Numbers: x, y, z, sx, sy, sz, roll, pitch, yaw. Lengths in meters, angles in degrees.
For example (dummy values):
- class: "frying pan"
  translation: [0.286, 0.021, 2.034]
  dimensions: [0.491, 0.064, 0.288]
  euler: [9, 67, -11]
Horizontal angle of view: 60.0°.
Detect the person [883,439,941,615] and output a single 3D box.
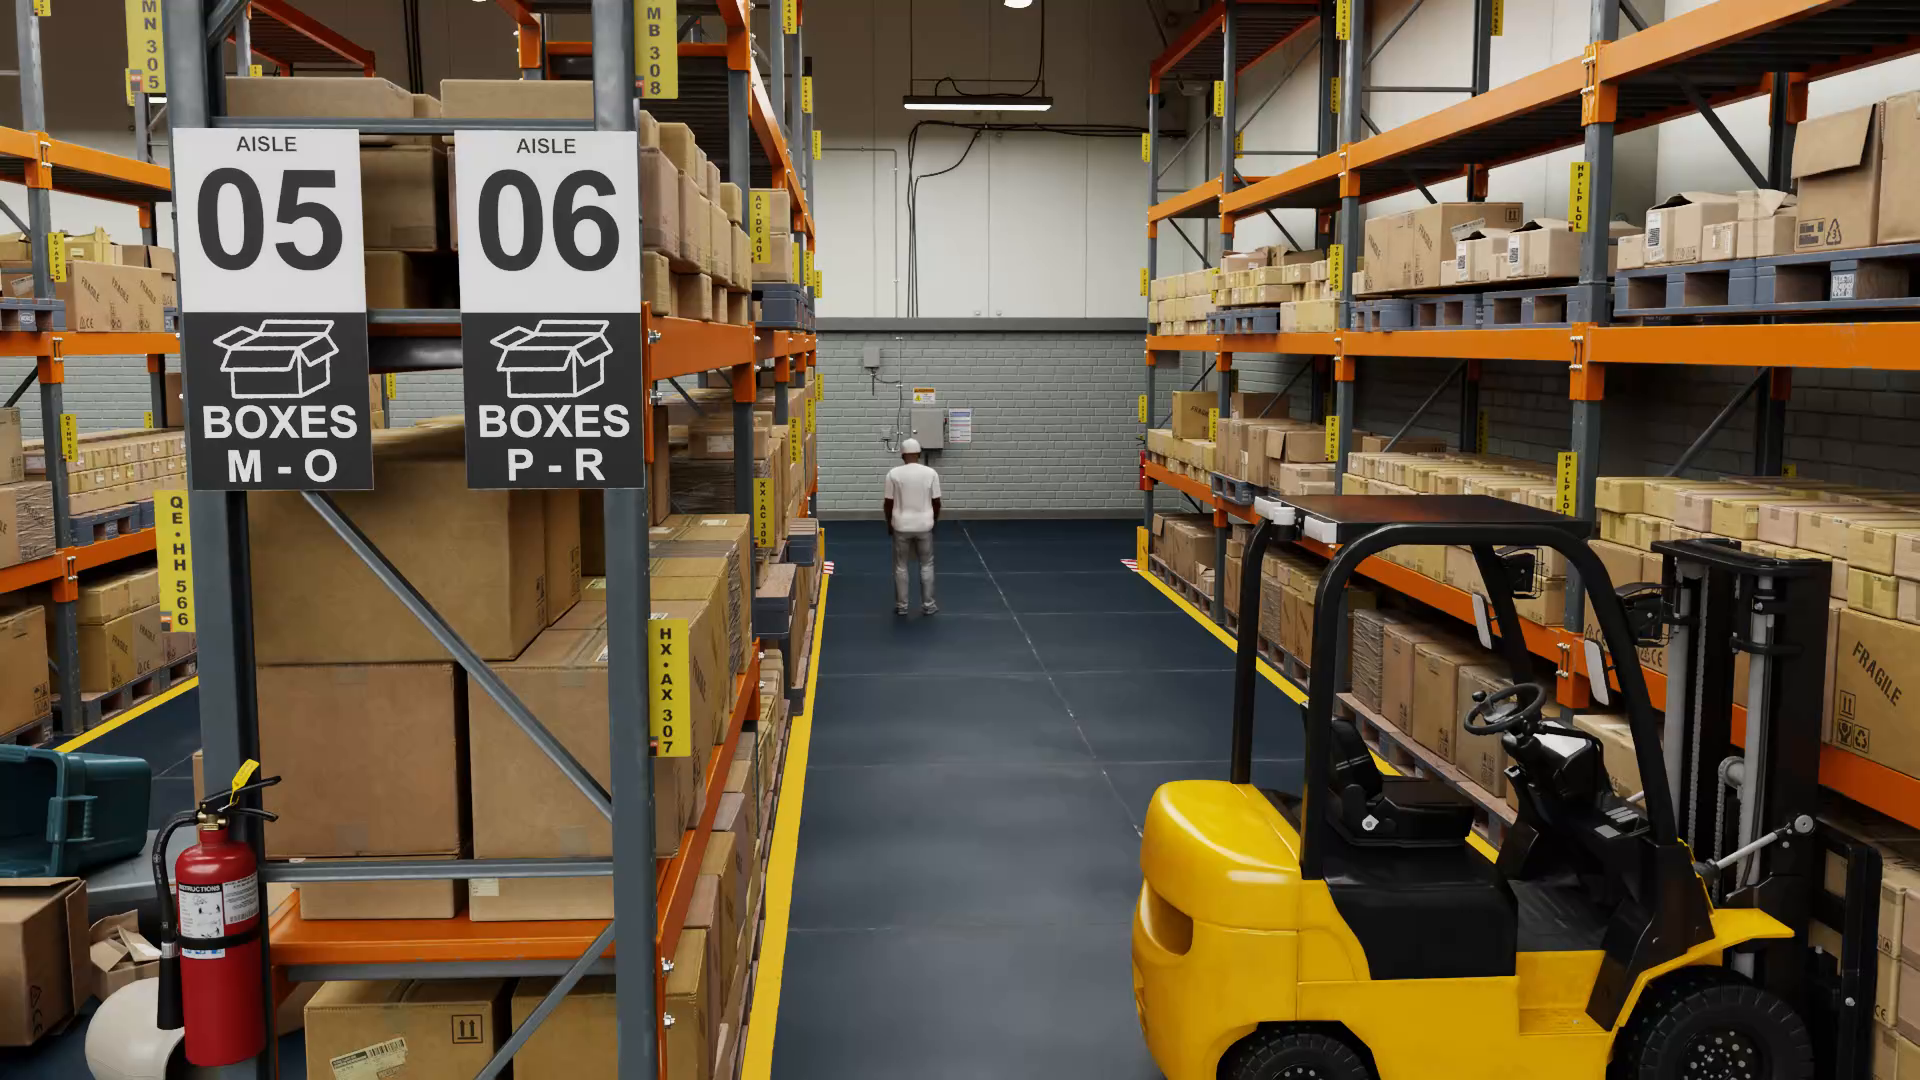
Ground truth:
- class: "person"
  translation: [-0.480, -0.132, 16.747]
  dimensions: [0.583, 1.766, 0.422]
  euler: [-1, 7, -5]
